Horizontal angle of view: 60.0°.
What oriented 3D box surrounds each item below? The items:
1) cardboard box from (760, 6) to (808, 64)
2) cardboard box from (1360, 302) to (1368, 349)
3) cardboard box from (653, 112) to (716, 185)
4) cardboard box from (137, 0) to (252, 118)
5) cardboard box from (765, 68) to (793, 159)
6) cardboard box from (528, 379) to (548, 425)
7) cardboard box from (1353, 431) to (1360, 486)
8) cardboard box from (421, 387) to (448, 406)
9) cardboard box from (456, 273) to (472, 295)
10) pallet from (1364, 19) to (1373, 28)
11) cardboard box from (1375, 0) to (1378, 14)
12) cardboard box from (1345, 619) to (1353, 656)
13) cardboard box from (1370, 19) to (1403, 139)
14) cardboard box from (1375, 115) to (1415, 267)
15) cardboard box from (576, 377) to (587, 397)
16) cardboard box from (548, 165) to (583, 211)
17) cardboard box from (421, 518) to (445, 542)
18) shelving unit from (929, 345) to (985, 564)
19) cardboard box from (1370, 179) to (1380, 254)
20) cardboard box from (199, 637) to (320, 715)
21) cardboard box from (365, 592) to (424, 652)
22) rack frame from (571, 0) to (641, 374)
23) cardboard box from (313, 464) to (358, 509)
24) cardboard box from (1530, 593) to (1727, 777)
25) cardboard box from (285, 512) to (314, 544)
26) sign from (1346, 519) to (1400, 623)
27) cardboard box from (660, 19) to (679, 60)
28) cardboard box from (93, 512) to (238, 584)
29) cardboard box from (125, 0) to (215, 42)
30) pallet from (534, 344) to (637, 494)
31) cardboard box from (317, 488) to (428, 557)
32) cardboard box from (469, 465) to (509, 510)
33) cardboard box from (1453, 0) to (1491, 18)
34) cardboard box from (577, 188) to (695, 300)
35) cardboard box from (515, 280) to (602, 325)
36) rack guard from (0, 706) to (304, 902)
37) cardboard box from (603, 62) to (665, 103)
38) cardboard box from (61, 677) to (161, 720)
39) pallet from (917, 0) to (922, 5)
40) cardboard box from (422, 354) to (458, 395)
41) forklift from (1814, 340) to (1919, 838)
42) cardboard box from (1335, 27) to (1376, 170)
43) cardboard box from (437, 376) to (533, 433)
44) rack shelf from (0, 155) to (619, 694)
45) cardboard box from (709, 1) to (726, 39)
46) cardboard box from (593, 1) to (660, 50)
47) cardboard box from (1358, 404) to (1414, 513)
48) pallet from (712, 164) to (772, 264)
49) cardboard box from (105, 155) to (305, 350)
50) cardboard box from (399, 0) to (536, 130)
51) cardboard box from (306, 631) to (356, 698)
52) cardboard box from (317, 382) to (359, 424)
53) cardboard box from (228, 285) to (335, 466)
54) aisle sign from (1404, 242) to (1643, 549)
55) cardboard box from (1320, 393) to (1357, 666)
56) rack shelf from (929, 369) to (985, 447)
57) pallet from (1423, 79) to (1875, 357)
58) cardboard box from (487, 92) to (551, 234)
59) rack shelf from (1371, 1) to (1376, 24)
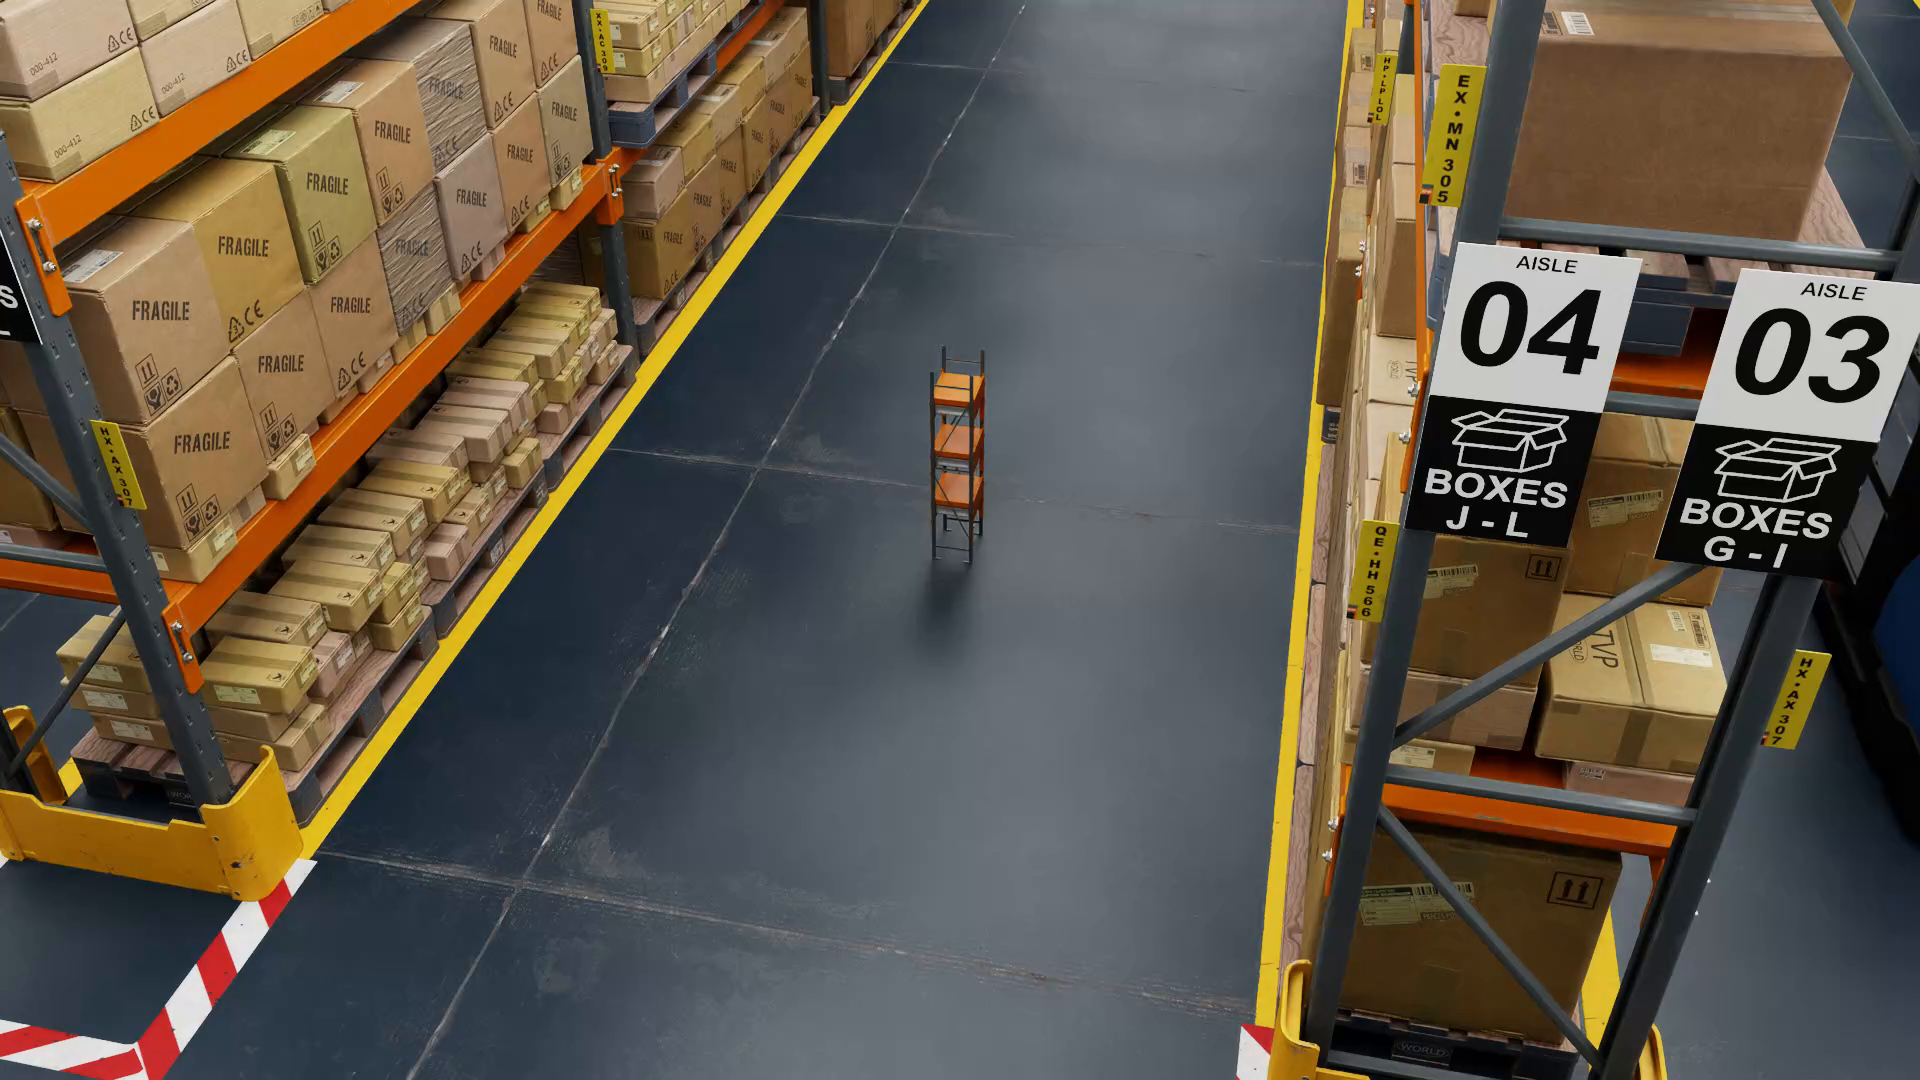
[{"bbox_3d":[-1.387,-3.577,11.762,0.500,0.250,0.500,6,36,9],"label":"cardboard box"},{"bbox_3d":[1.919,-0.885,7.129,0.380,0.149,0.250,6,36,9],"label":"cardboard box"},{"bbox_3d":[-1.824,-2.405,10.145,0.500,0.250,0.500,8,37,11],"label":"cardboard box"},{"bbox_3d":[-2.743,-1.634,5.521,0.500,0.250,0.500,8,37,11],"label":"cardboard box"},{"bbox_3d":[-1.496,-2.991,11.593,0.500,0.500,0.500,9,37,12],"label":"cardboard box"},{"bbox_3d":[-2.343,-0.719,8.504,0.380,0.149,0.250,8,37,10],"label":"cardboard box"},{"bbox_3d":[1.700,-0.294,6.314,0.380,0.149,0.250,8,37,11],"label":"cardboard box"},{"bbox_3d":[-2.785,-0.761,8.561,0.380,0.149,0.250,6,36,8],"label":"cardboard box"},{"bbox_3d":[-2.462,-1.202,7.566,0.380,0.149,0.250,7,36,9],"label":"cardboard box"},{"bbox_3d":[3.758,-3.877,13.419,1.003,0.211,1.213,7,37,10],"label":"pallet"},{"bbox_3d":[2.958,-3.657,10.654,0.500,0.500,0.500,8,37,11],"label":"cardboard box"},{"bbox_3d":[1.482,0.288,5.510,0.380,0.149,0.250,7,37,10],"label":"cardboard box"},{"bbox_3d":[2.523,-2.494,9.049,0.500,0.500,0.500,7,37,9],"label":"cardboard box"},{"bbox_3d":[2.008,-1.407,6.870,0.500,0.500,0.500,7,37,10],"label":"cardboard box"},{"bbox_3d":[-2.239,-0.857,8.948,0.380,0.149,0.250,8,37,11],"label":"cardboard box"},{"bbox_3d":[-2.132,-1.791,8.379,0.380,0.149,0.250,6,36,9],"label":"cardboard box"},{"bbox_3d":[-2.621,-0.118,7.674,0.380,0.149,0.250,9,37,12],"label":"cardboard box"},{"bbox_3d":[-0.011,-0.394,7.900,0.215,1.050,0.252,7,37,10],"label":"shelving unit"},{"bbox_3d":[2.117,-1.391,7.487,0.500,0.250,0.500,7,36,9],"label":"cardboard box"},{"bbox_3d":[-2.762,0.532,6.525,0.380,0.149,0.250,6,36,8],"label":"cardboard box"},{"bbox_3d":[-2.597,0.334,7.305,0.380,0.149,0.250,8,37,11],"label":"cardboard box"},{"bbox_3d":[-2.351,-2.247,8.794,1.000,3.000,0.127,7,37,10],"label":"rack frame"},{"bbox_3d":[-3.014,-0.286,7.653,0.380,0.149,0.250,6,36,8],"label":"cardboard box"},{"bbox_3d":[1.985,0.425,4.982,0.500,0.250,0.500,6,36,9],"label":"cardboard box"},{"bbox_3d":[-3.164,-0.025,7.547,0.380,0.149,0.250,8,37,11],"label":"cardboard box"},{"bbox_3d":[1.091,0.085,4.388,0.100,0.325,0.005,7,37,10],"label":"sign"},{"bbox_3d":[-1.764,-2.753,9.095,0.380,0.149,0.250,7,36,9],"label":"cardboard box"},{"bbox_3d":[-2.816,0.003,5.904,0.380,0.149,0.250,7,37,10],"label":"cardboard box"},{"bbox_3d":[-2.747,-1.829,5.363,0.500,0.250,0.500,7,36,9],"label":"cardboard box"},{"bbox_3d":[-2.460,-0.729,9.075,1.003,0.211,1.213,7,37,10],"label":"pallet"},{"bbox_3d":[-2.601,-0.080,7.369,0.380,0.149,0.250,9,37,12],"label":"cardboard box"},{"bbox_3d":[-2.444,-0.261,8.125,0.380,0.149,0.250,8,37,11],"label":"cardboard box"},{"bbox_3d":[1.995,-1.987,5.352,0.700,0.500,0.500,9,37,12],"label":"cardboard box"},{"bbox_3d":[-1.934,-1.795,9.943,0.500,0.500,0.500,9,37,12],"label":"cardboard box"},{"bbox_3d":[-2.173,-1.267,9.007,0.380,0.149,0.250,8,37,11],"label":"cardboard box"},{"bbox_3d":[-3.189,1.015,6.424,1.175,0.500,0.348,7,37,10],"label":"rack guard"},{"bbox_3d":[-1.818,-2.484,8.977,0.380,0.149,0.250,6,36,8],"label":"cardboard box"},{"bbox_3d":[-3.371,0.572,6.723,0.380,0.149,0.250,6,36,9],"label":"cardboard box"},{"bbox_3d":[-0.733,-5.253,15.317,1.003,0.211,1.213,7,37,10],"label":"pallet"},{"bbox_3d":[-2.783,-0.878,8.470,0.380,0.149,0.250,6,36,9],"label":"cardboard box"},{"bbox_3d":[4.527,-0.751,6.788,1.130,2.935,3.031,6,36,9],"label":"forklift"},{"bbox_3d":[3.160,-2.777,10.979,1.225,0.875,0.875,6,36,8],"label":"cardboard box"},{"bbox_3d":[-2.334,-0.666,8.178,0.380,0.149,0.250,6,36,8],"label":"cardboard box"},{"bbox_3d":[-2.778,-0.809,7.424,1.077,0.370,4.000,7,37,10],"label":"rack shelf"},{"bbox_3d":[-1.598,-3.076,9.794,0.380,0.149,0.250,6,36,8],"label":"cardboard box"},{"bbox_3d":[-1.818,-2.725,8.802,0.380,0.149,0.250,9,37,12],"label":"cardboard box"},{"bbox_3d":[1.680,-0.228,5.882,0.500,0.250,0.500,6,36,8],"label":"cardboard box"},{"bbox_3d":[-1.928,-2.266,11.197,1.003,0.211,1.213,7,37,10],"label":"pallet"},{"bbox_3d":[-2.749,-1.034,5.930,0.500,0.500,0.500,8,37,11],"label":"cardboard box"},{"bbox_3d":[-2.292,-2.212,7.556,0.500,0.500,0.500,6,36,8],"label":"cardboard box"},{"bbox_3d":[-2.729,0.492,6.833,0.380,0.149,0.250,7,37,10],"label":"cardboard box"},{"bbox_3d":[-2.689,-0.614,6.755,0.380,0.149,0.250,7,37,10],"label":"cardboard box"},{"bbox_3d":[-2.750,-0.648,6.249,0.500,0.500,0.500,7,37,10],"label":"cardboard box"},{"bbox_3d":[1.310,-0.323,3.925,0.394,0.787,0.004,7,37,10],"label":"aisle sign"},{"bbox_3d":[2.062,0.007,7.137,0.875,0.875,0.875,7,37,10],"label":"cardboard box"},{"bbox_3d":[-0.011,-0.616,7.739,0.215,0.259,0.240,7,37,10],"label":"rack shelf"},{"bbox_3d":[1.767,-0.880,4.427,1.003,0.211,1.213,7,37,10],"label":"pallet"},{"bbox_3d":[-2.290,-1.798,7.836,0.500,0.500,0.500,6,36,9],"label":"cardboard box"},{"bbox_3d":[3.754,-4.716,12.814,1.077,0.370,4.000,7,37,10],"label":"rack shelf"}]
